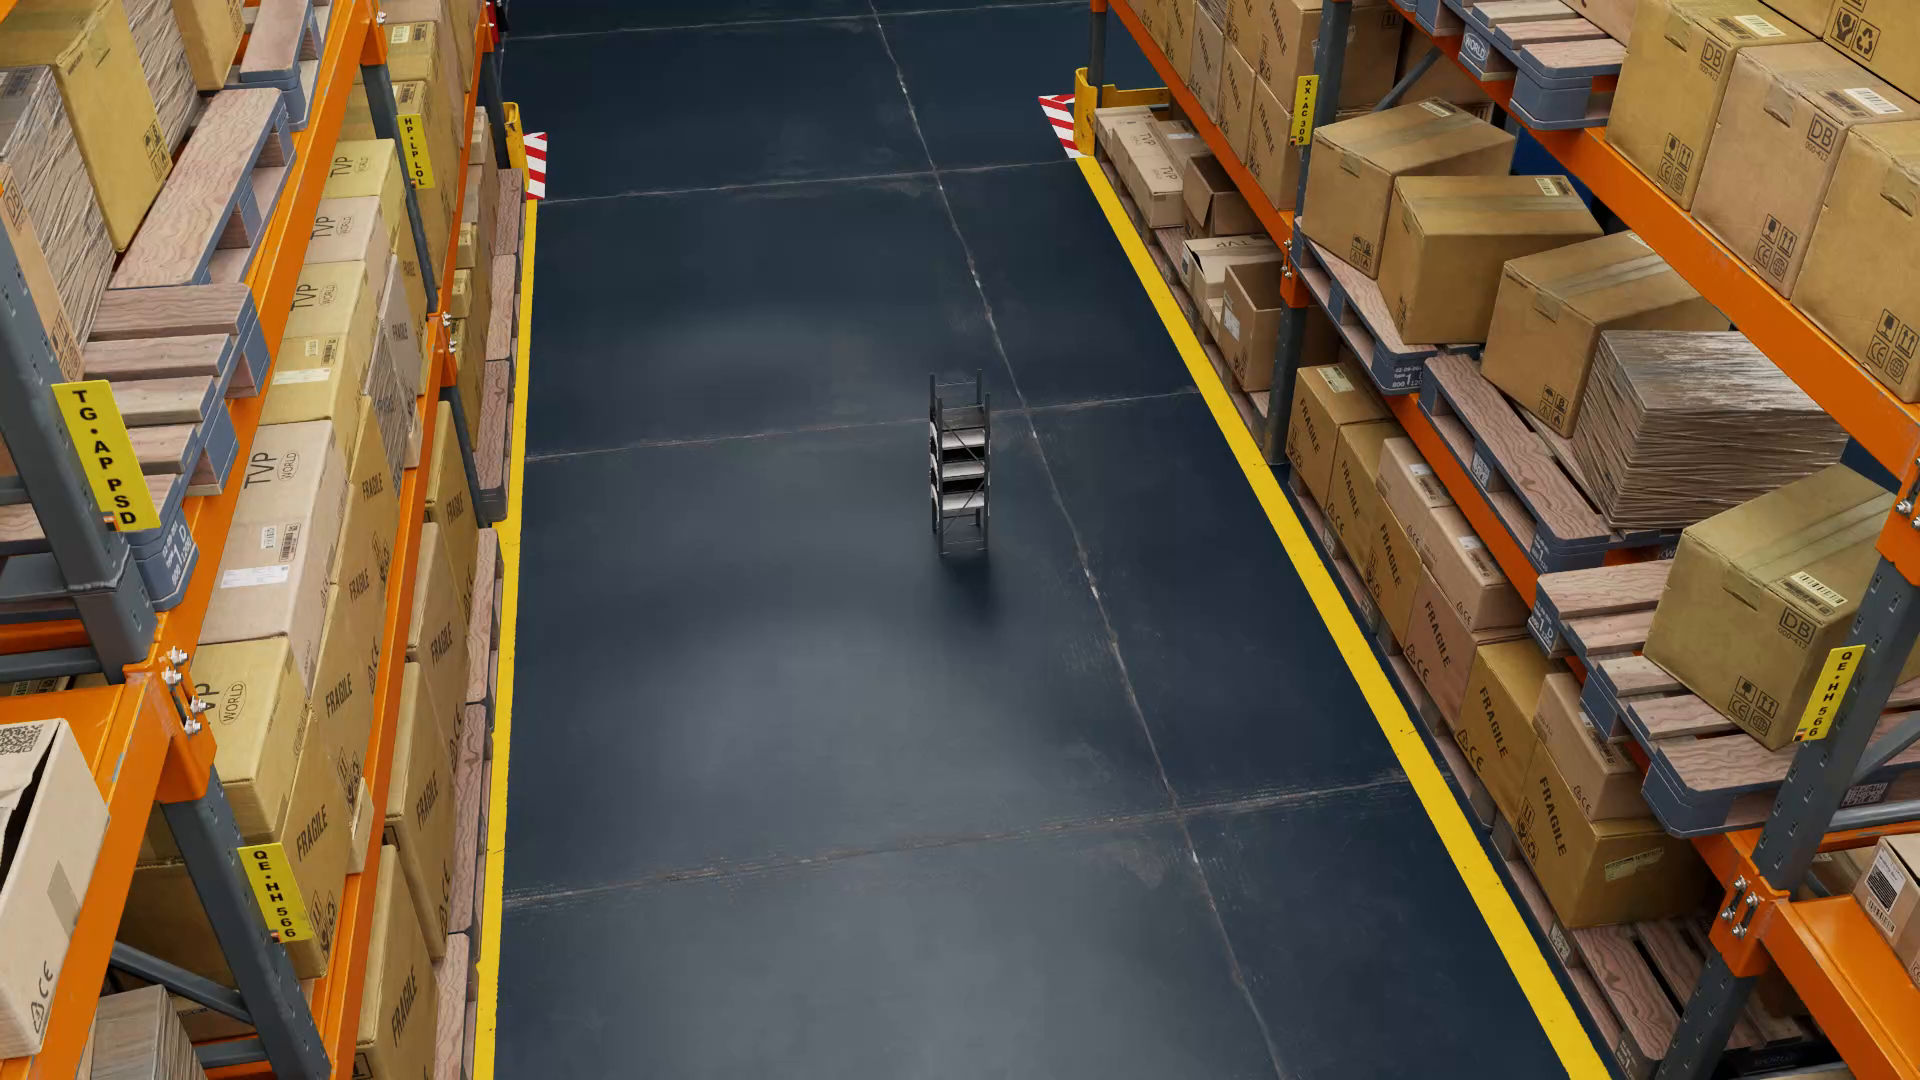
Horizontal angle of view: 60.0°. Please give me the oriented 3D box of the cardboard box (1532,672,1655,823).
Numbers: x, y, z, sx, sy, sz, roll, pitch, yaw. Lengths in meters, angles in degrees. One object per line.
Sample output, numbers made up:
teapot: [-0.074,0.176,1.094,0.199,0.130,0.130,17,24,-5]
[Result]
cardboard box: [2.377,0.706,5.864,0.500,0.250,0.500,-5,38,-6]

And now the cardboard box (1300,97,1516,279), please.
cardboard box: [1.948,-1.549,7.275,0.700,0.500,0.500,-19,42,-23]

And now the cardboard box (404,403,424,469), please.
cardboard box: [-2.281,-0.389,6.394,0.380,0.149,0.250,-6,38,-8]

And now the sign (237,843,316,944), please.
sign: [-1.557,0.807,3.787,0.100,0.325,0.005,-6,38,-8]

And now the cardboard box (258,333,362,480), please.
cardboard box: [-2.198,-0.399,5.268,0.500,0.250,0.500,-7,38,-9]

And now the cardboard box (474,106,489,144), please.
cardboard box: [-3.069,-2.500,10.089,0.380,0.149,0.250,-7,38,-8]

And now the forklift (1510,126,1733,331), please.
forklift: [4.386,-2.613,9.124,1.130,2.935,3.031,-9,39,-11]

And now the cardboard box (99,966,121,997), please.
cardboard box: [-2.432,0.875,4.238,0.500,0.500,0.500,-6,38,-8]

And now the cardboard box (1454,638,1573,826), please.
cardboard box: [2.301,0.723,6.453,0.500,0.500,0.500,-8,38,-10]

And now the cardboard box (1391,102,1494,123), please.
cardboard box: [2.264,-2.030,8.237,0.500,0.500,0.500,-5,38,-7]

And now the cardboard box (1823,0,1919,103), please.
cardboard box: [2.627,-1.429,4.203,0.500,0.500,0.500,-6,38,-8]

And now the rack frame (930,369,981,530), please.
rack frame: [-0.019,-0.422,7.959,0.240,0.900,0.006,-6,38,-8]

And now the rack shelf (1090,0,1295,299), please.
rack shelf: [1.734,-2.578,9.609,1.077,0.370,4.000,-6,38,-8]

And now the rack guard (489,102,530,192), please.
rack guard: [-3.497,-2.562,11.040,1.175,0.500,0.348,-6,38,-8]

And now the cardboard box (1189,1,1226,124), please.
cardboard box: [1.561,-2.589,8.956,0.500,0.500,0.500,-5,38,-7]

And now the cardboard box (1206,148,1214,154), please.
cardboard box: [1.859,-2.279,10.521,0.500,0.250,0.500,-6,38,-8]

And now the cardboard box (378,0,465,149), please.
cardboard box: [-3.130,-2.446,8.610,0.980,0.700,0.700,-8,39,-10]

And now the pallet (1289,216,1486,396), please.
pallet: [2.118,-1.084,7.256,1.003,0.211,1.213,-6,38,-8]

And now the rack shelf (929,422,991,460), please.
rack shelf: [-0.001,-0.476,7.790,0.258,0.077,0.200,-6,38,-8]

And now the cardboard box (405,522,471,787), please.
cardboard box: [-2.391,0.480,6.498,0.750,0.750,0.750,-5,38,-7]

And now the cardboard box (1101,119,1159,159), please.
cardboard box: [1.163,-2.684,11.110,0.380,0.166,0.250,-6,38,-8]

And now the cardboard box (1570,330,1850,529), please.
cardboard box: [2.593,-0.384,5.776,0.700,0.500,0.500,0,38,1]

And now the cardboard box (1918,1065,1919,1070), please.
cardboard box: [2.752,1.358,4.029,0.500,0.311,0.500,-7,38,-8]

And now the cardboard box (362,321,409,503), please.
cardboard box: [-2.283,-0.420,5.906,0.500,0.500,0.500,-6,38,-8]

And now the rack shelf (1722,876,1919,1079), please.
rack shelf: [3.137,2.254,3.390,1.077,0.370,4.000,-6,38,-8]

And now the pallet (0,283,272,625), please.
pallet: [-2.255,-0.196,3.666,1.213,0.211,1.003,-5,38,-6]

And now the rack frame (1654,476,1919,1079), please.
rack frame: [2.786,0.762,4.724,1.000,3.000,0.127,-6,38,-8]

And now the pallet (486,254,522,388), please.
pallet: [-3.065,-1.224,9.553,1.003,0.211,1.213,-6,38,-8]

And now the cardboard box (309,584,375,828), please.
cardboard box: [-2.006,0.494,4.729,0.500,0.500,0.500,-5,38,-6]

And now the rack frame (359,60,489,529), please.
rack frame: [-2.791,-1.119,7.145,1.000,3.000,0.127,-6,38,-8]

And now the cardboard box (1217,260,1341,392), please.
cardboard box: [1.706,-1.154,8.869,0.500,0.500,0.500,-6,38,-8]

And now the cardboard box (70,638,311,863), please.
cardboard box: [-1.921,0.517,4.088,0.500,0.250,0.500,-5,38,-7]

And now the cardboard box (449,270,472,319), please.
cardboard box: [-2.702,-1.243,8.471,0.380,0.149,0.250,-5,38,-6]

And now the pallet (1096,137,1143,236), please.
pallet: [1.538,-2.441,11.120,1.003,0.211,1.213,-6,38,-8]

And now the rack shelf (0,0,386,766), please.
rack shelf: [-2.441,-0.811,4.890,1.077,0.370,4.000,-6,38,-8]

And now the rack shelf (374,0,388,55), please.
rack shelf: [-3.142,-3.227,8.000,1.077,0.370,4.000,-6,38,-8]

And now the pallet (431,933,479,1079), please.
pallet: [-2.154,1.914,5.514,1.003,0.211,1.213,-6,38,-8]

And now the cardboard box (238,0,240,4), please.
cardboard box: [-2.745,-1.973,5.360,0.700,0.500,0.500,-8,39,-10]

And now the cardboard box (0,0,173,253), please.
cardboard box: [-2.460,-1.037,4.155,0.700,0.500,0.500,-4,38,-6]

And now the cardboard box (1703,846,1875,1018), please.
cardboard box: [2.988,1.270,5.749,0.500,0.500,0.500,-5,38,-6]

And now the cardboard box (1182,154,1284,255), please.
cardboard box: [1.751,-1.976,9.925,0.797,0.503,0.637,-6,38,-8]

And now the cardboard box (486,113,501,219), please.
cardboard box: [-3.271,-2.301,10.362,0.700,0.500,0.500,-6,38,-8]

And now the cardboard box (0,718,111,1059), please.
cardboard box: [-1.698,0.546,2.614,0.500,0.311,0.500,-6,38,-8]

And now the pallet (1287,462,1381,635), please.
pallet: [2.265,-0.065,8.062,1.003,0.211,1.213,-6,38,-8]

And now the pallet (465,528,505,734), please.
pallet: [-2.582,0.440,7.411,1.003,0.211,1.213,-6,38,-8]

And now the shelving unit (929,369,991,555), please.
shelving unit: [-0.001,-0.360,7.880,0.258,0.900,0.210,-6,38,-8]

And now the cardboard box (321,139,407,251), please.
cardboard box: [-2.458,-1.325,6.459,0.500,0.250,0.500,-5,38,-7]

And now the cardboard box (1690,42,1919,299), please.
cardboard box: [2.587,-1.030,4.504,0.910,0.500,0.500,-6,38,-8]

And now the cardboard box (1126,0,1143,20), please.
cardboard box: [1.298,-3.502,10.131,0.500,0.500,0.500,-7,38,-8]

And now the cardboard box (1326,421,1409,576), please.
cardboard box: [2.034,-0.201,7.643,0.500,0.500,0.500,-6,38,-7]

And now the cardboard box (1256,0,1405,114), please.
cardboard box: [1.741,-2.366,7.854,0.500,0.500,0.500,-6,38,-8]

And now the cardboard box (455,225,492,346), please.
cardboard box: [-2.994,-1.374,9.169,0.700,0.500,0.500,-5,38,-7]

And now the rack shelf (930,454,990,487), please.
rack shelf: [-0.001,-0.334,7.901,0.258,0.077,0.200,-6,38,-8]
